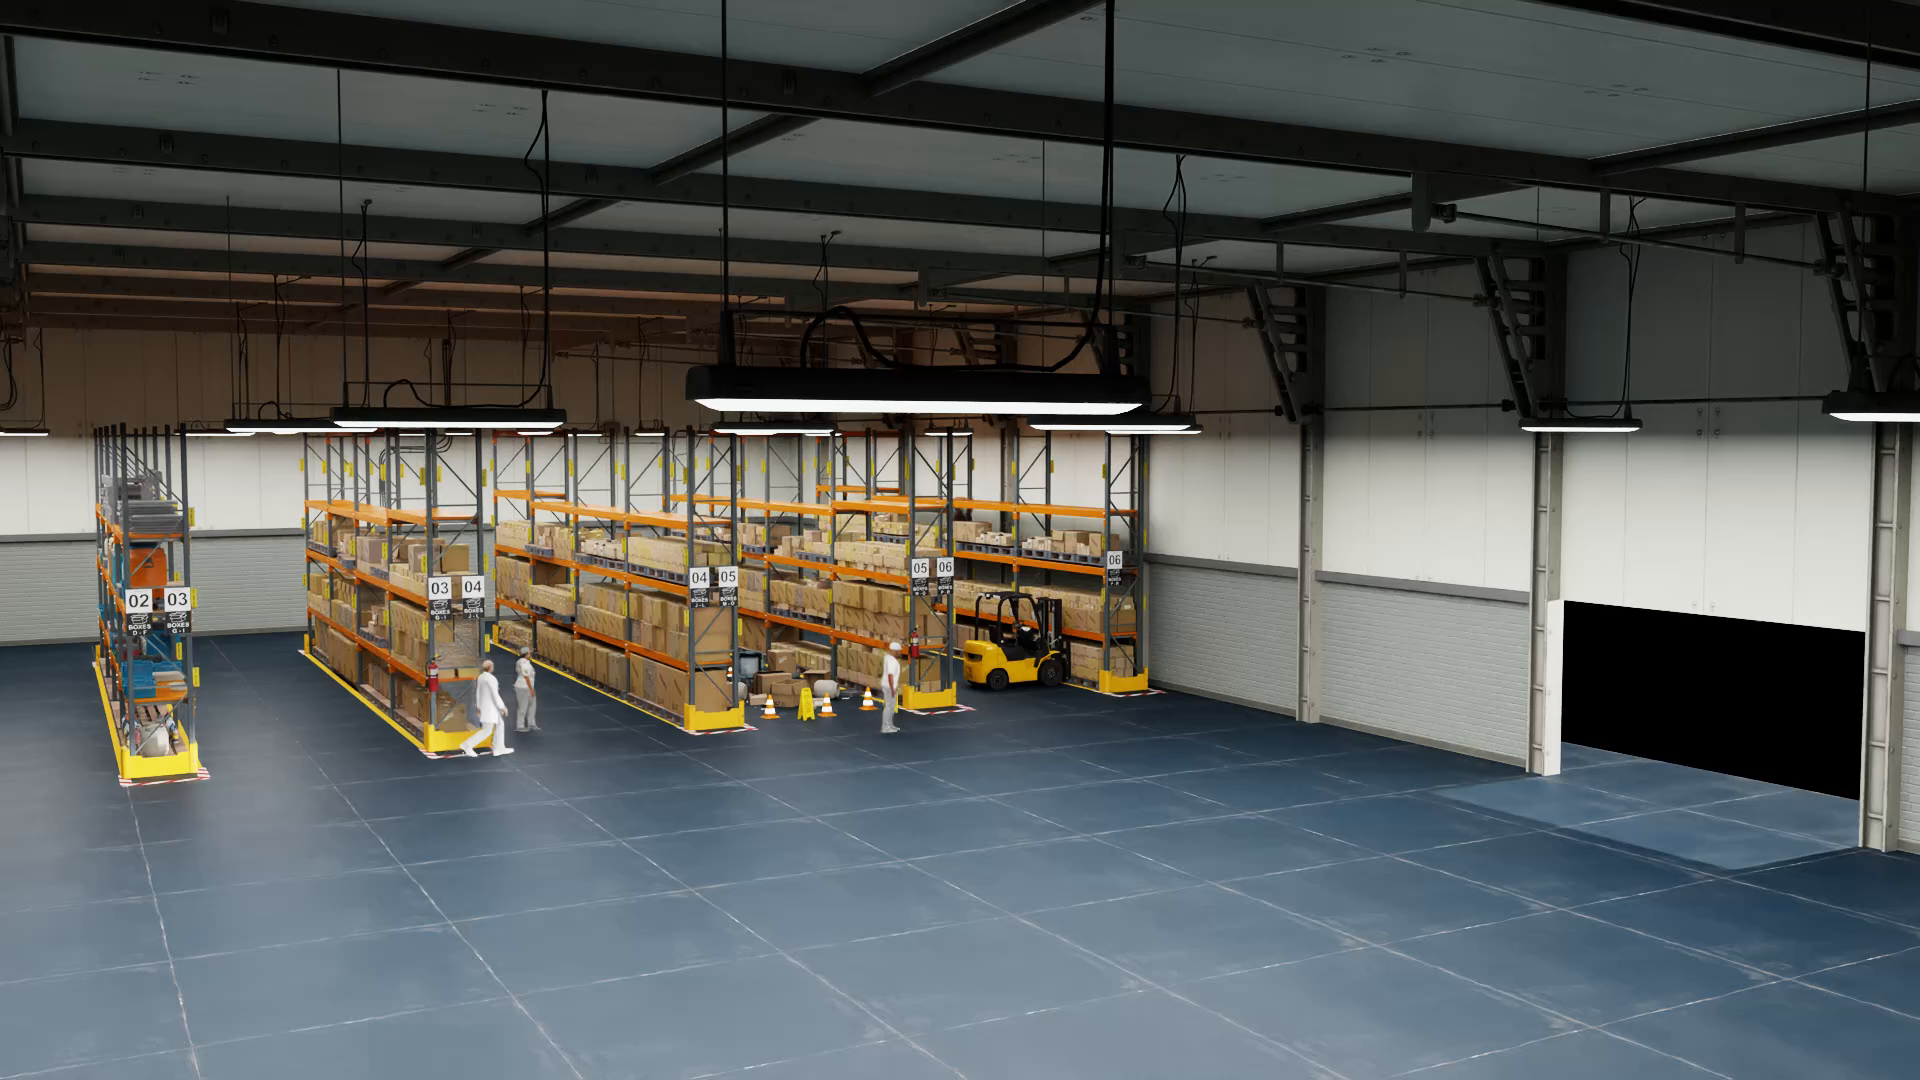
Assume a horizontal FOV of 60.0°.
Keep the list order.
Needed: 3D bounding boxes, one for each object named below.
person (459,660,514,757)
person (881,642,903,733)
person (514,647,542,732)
[{"bbox_3d":[-8.532,3.028,29.894,0.974,1.739,0.611,-2,4,-25],"label":"person"},{"bbox_3d":[-1.328,2.875,32.509,0.448,1.773,0.603,0,3,-5],"label":"person"},{"bbox_3d":[-8.495,2.942,32.654,0.482,1.695,0.515,0,3,-7],"label":"person"}]
